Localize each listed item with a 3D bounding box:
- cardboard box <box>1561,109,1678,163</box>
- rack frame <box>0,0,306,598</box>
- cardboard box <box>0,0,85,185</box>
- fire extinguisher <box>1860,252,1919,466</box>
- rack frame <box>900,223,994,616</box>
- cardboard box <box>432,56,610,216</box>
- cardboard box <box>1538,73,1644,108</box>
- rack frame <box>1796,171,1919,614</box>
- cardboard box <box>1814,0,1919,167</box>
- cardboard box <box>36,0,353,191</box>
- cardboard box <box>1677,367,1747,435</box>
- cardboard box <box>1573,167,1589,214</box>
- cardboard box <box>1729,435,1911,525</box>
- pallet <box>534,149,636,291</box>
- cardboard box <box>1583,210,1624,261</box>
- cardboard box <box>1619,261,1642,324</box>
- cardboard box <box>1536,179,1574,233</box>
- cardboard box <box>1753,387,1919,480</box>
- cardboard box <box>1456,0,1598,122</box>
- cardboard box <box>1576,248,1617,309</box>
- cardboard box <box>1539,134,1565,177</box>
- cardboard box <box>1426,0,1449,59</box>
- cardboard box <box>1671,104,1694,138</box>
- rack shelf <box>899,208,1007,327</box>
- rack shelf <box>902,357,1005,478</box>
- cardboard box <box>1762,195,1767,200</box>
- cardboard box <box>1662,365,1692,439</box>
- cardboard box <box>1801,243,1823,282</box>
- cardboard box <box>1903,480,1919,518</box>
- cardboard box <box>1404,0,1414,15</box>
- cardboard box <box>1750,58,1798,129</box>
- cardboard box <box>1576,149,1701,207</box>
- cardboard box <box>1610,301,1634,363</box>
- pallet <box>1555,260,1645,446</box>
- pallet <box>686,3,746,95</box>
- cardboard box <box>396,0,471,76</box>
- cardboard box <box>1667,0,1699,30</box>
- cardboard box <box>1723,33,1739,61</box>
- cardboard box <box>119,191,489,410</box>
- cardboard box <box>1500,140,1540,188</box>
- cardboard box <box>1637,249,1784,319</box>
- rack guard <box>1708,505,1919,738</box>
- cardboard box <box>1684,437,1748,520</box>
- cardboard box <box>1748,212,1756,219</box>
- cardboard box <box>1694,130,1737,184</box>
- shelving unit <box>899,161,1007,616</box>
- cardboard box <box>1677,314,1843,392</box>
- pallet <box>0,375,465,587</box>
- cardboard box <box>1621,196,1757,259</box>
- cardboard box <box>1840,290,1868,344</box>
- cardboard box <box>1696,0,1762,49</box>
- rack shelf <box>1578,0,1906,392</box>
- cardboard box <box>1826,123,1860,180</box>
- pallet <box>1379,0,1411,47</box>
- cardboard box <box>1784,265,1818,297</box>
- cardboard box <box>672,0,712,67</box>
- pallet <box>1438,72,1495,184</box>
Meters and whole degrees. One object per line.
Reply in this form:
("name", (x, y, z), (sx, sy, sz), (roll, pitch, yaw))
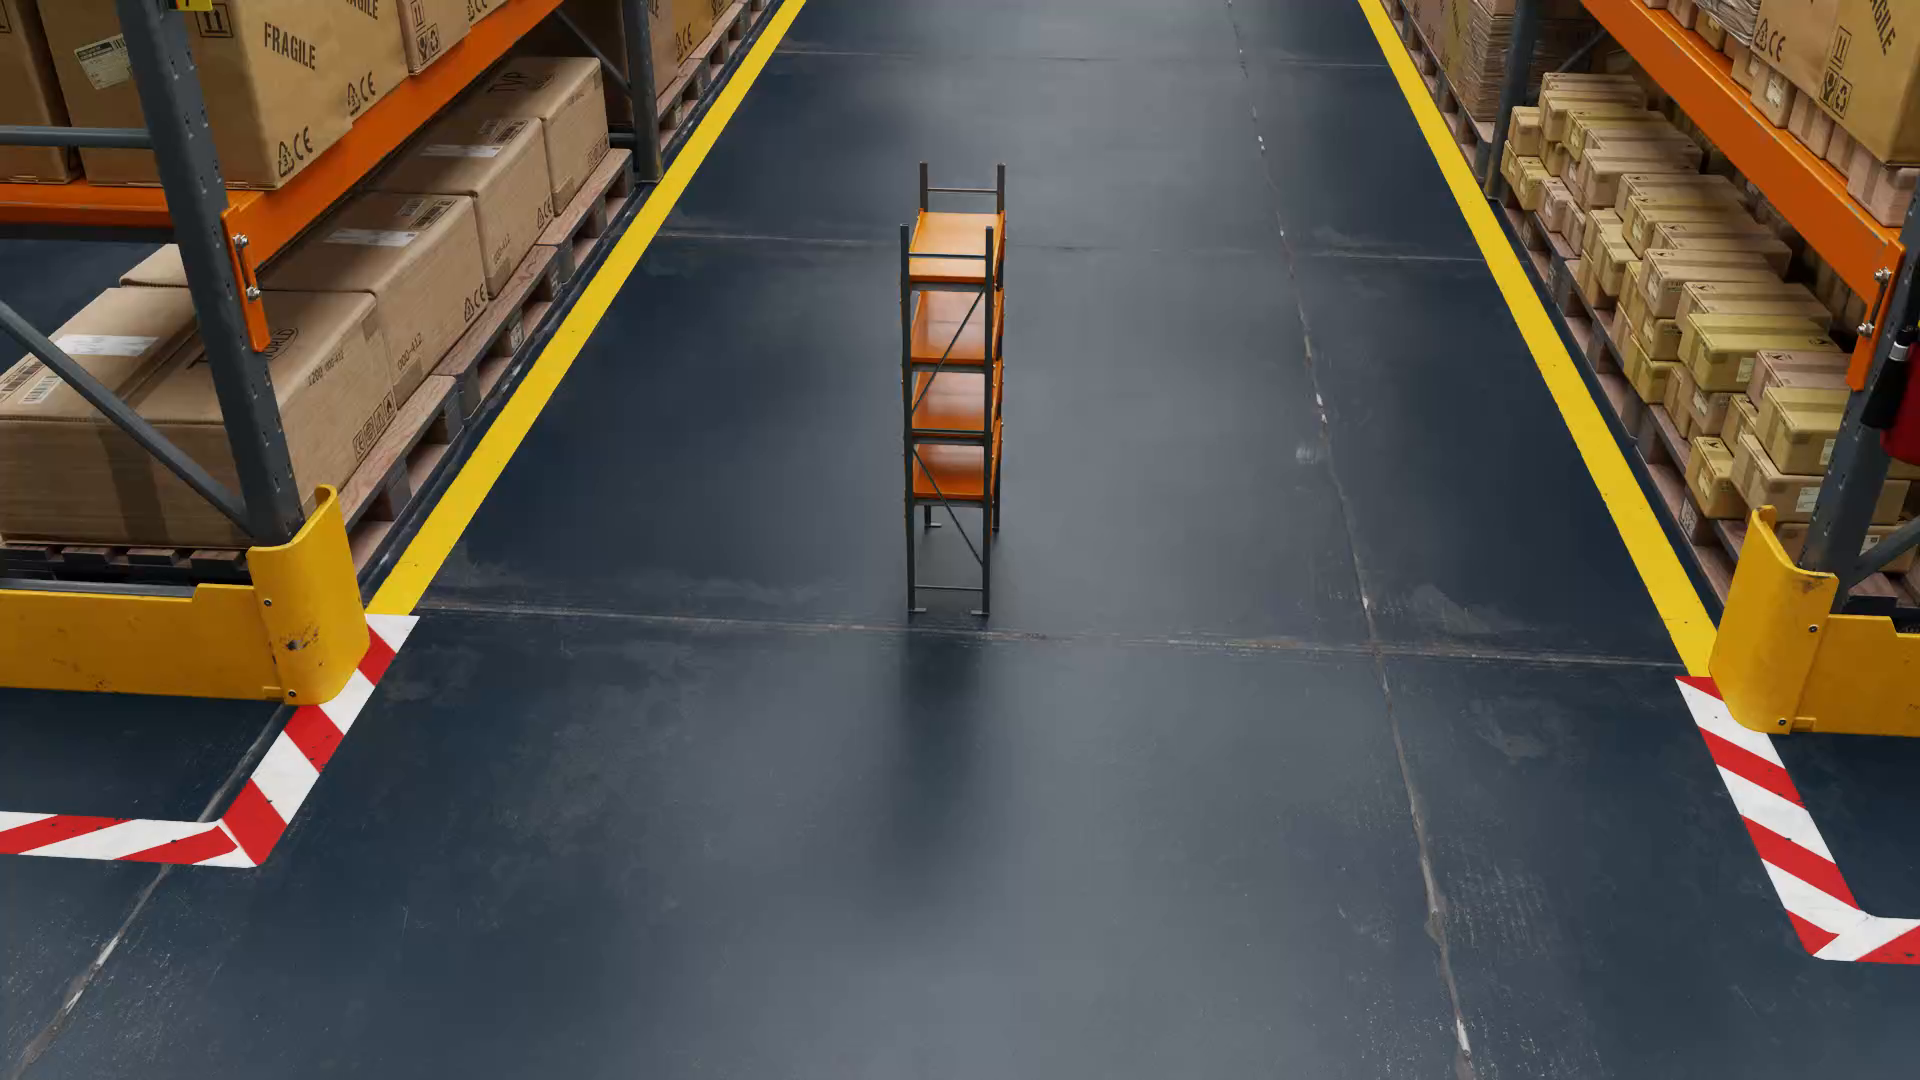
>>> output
("cardboard box", (2.704, -1.655, 6.826), (0.380, 0.149, 0.250), (2, 32, 3))
("rack frame", (-2.276, -0.950, 3.933), (1.000, 3.000, 0.127), (2, 32, 4))
("cardboard box", (-2.501, -1.256, 4.334), (0.500, 0.500, 0.500), (3, 32, 4))
("fire extinguisher", (2.185, -0.488, 3.612), (0.296, 0.674, 0.183), (2, 32, 4))
("rack frame", (-0.033, -0.297, 4.588), (0.240, 1.200, 0.015), (2, 32, 4))
("cardboard box", (-2.109, -1.806, 7.364), (0.875, 0.438, 0.875), (2, 32, 3))
("cardboard box", (2.757, -1.930, 7.273), (0.380, 0.149, 0.250), (4, 32, 6))
("rack frame", (2.665, -0.792, 3.676), (1.000, 3.000, 0.127), (2, 32, 4))
("cardboard box", (2.445, -1.207, 3.971), (0.500, 0.500, 0.500), (3, 32, 5))
("cardboard box", (-1.951, -1.232, 4.294), (0.500, 0.500, 0.500), (2, 32, 4))
("cardboard box", (2.464, -0.443, 5.144), (0.380, 0.149, 0.250), (1, 32, 2))
("cardboard box", (2.703, -1.393, 6.685), (0.380, 0.149, 0.250), (1, 32, 1))
("cardboard box", (2.424, -0.172, 4.703), (0.380, 0.149, 0.250), (2, 32, 3))
("pallet", (-2.091, -1.461, 7.419), (1.003, 0.211, 1.213), (2, 32, 4))
("cardboard box", (2.573, -1.121, 6.243), (0.380, 0.149, 0.250), (2, 32, 4))
("cardboard box", (2.533, -0.848, 5.801), (0.380, 0.149, 0.250), (4, 32, 6))
("cardboard box", (2.651, -1.400, 6.980), (0.380, 0.149, 0.250), (2, 32, 4))
("cardboard box", (2.456, -0.298, 4.624), (0.380, 0.149, 0.250), (3, 32, 5))
("cardboard box", (2.800, -2.396, 8.261), (0.500, 0.500, 0.500), (2, 32, 3))
("cardboard box", (2.576, -0.992, 6.317), (0.380, 0.149, 0.250), (2, 32, 3))
("cardboard box", (2.711, -1.663, 7.123), (0.380, 0.149, 0.250), (3, 32, 4))
("cardboard box", (2.888, -2.932, 9.131), (0.500, 0.500, 0.500), (2, 32, 3))
("cardboard box", (3.240, -1.769, 7.012), (0.380, 0.149, 0.250), (3, 32, 5))
("rack shelf", (-0.013, -0.759, 4.589), (0.258, 0.148, 0.480), (2, 32, 4))
("rack shelf", (-0.013, -0.367, 4.830), (0.258, 0.148, 0.480), (2, 32, 4))
("cardboard box", (3.189, -1.219, 6.120), (0.380, 0.149, 0.250), (1, 32, 2))
("cardboard box", (2.535, -0.444, 5.428), (0.380, 0.149, 0.250), (3, 32, 4))
("cardboard box", (3.134, -0.959, 5.696), (0.380, 0.149, 0.250), (3, 32, 5))
("cardboard box", (2.967, -0.158, 4.964), (0.380, 0.149, 0.250), (2, 32, 4))
("cardboard box", (2.967, -3.468, 10.000), (0.500, 0.500, 0.500), (3, 32, 5))
("cardboard box", (2.471, -1.262, 4.678), (0.380, 0.149, 0.250), (3, 32, 5))
("cardboard box", (2.603, -1.388, 6.393), (0.380, 0.149, 0.250), (3, 32, 5))
("cardboard box", (2.535, -0.722, 5.880), (0.380, 0.149, 0.250), (3, 32, 5))
("pallet", (2.875, -0.704, 6.191), (1.003, 0.211, 1.213), (2, 32, 4))
("pallet", (-1.866, -2.901, 9.756), (1.003, 0.211, 1.213), (2, 32, 4))
("cardboard box", (-1.878, -1.763, 5.156), (0.500, 0.500, 0.500), (2, 32, 4))
("cardboard box", (2.607, -1.809, 5.566), (0.380, 0.149, 0.250), (4, 32, 6))
("cardboard box", (2.603, -1.537, 5.125), (0.380, 0.149, 0.250), (1, 32, 2))
("cardboard box", (-2.256, -0.867, 5.839), (0.875, 0.438, 0.875), (3, 32, 5))
("cardboard box", (2.641, -1.672, 7.421), (0.380, 0.149, 0.250), (1, 32, 2))
("cardboard box", (2.479, -0.843, 5.509), (0.380, 0.149, 0.250), (4, 32, 6))
("rack guard", (2.672, 0.233, 4.396), (1.175, 0.500, 0.348), (2, 32, 4))
("cardboard box", (2.420, -0.180, 5.000), (0.380, 0.149, 0.250), (3, 32, 5))
("cardboard box", (3.107, -1.114, 6.232), (0.380, 0.149, 0.250), (1, 32, 2))
("cardboard box", (3.128, -1.506, 6.585), (0.380, 0.149, 0.250), (3, 32, 6))
("shelving unit", (-0.013, -0.424, 4.795), (0.258, 1.200, 0.503), (2, 32, 4))
("cardboard box", (2.428, -0.568, 5.062), (0.380, 0.149, 0.250), (2, 32, 3))
("pallet", (-2.289, -0.185, 5.349), (1.003, 0.211, 1.213), (2, 32, 4))
("cardboard box", (2.604, -1.114, 5.949), (0.380, 0.149, 0.250), (3, 32, 4))
("cardboard box", (3.035, -0.678, 5.242), (0.380, 0.149, 0.250), (1, 32, 2))
("cardboard box", (2.524, -1.742, 4.838), (0.500, 0.500, 0.500), (3, 32, 4))
("rack shelf", (2.828, -1.531, 5.561), (1.077, 0.370, 4.000), (2, 32, 4))
("cardboard box", (2.468, -0.996, 4.246), (0.380, 0.149, 0.250), (2, 32, 4))
("pallet", (3.252, -3.379, 10.532), (1.003, 0.211, 1.213), (2, 32, 4))
("cardboard box", (3.011, -0.835, 5.779), (0.380, 0.149, 0.250), (4, 32, 7))
("cardboard box", (-1.914, -3.116, 9.073), (0.875, 0.875, 0.875), (3, 32, 5))
("pallet", (3.053, -2.103, 8.462), (1.003, 0.211, 1.213), (2, 32, 4))
